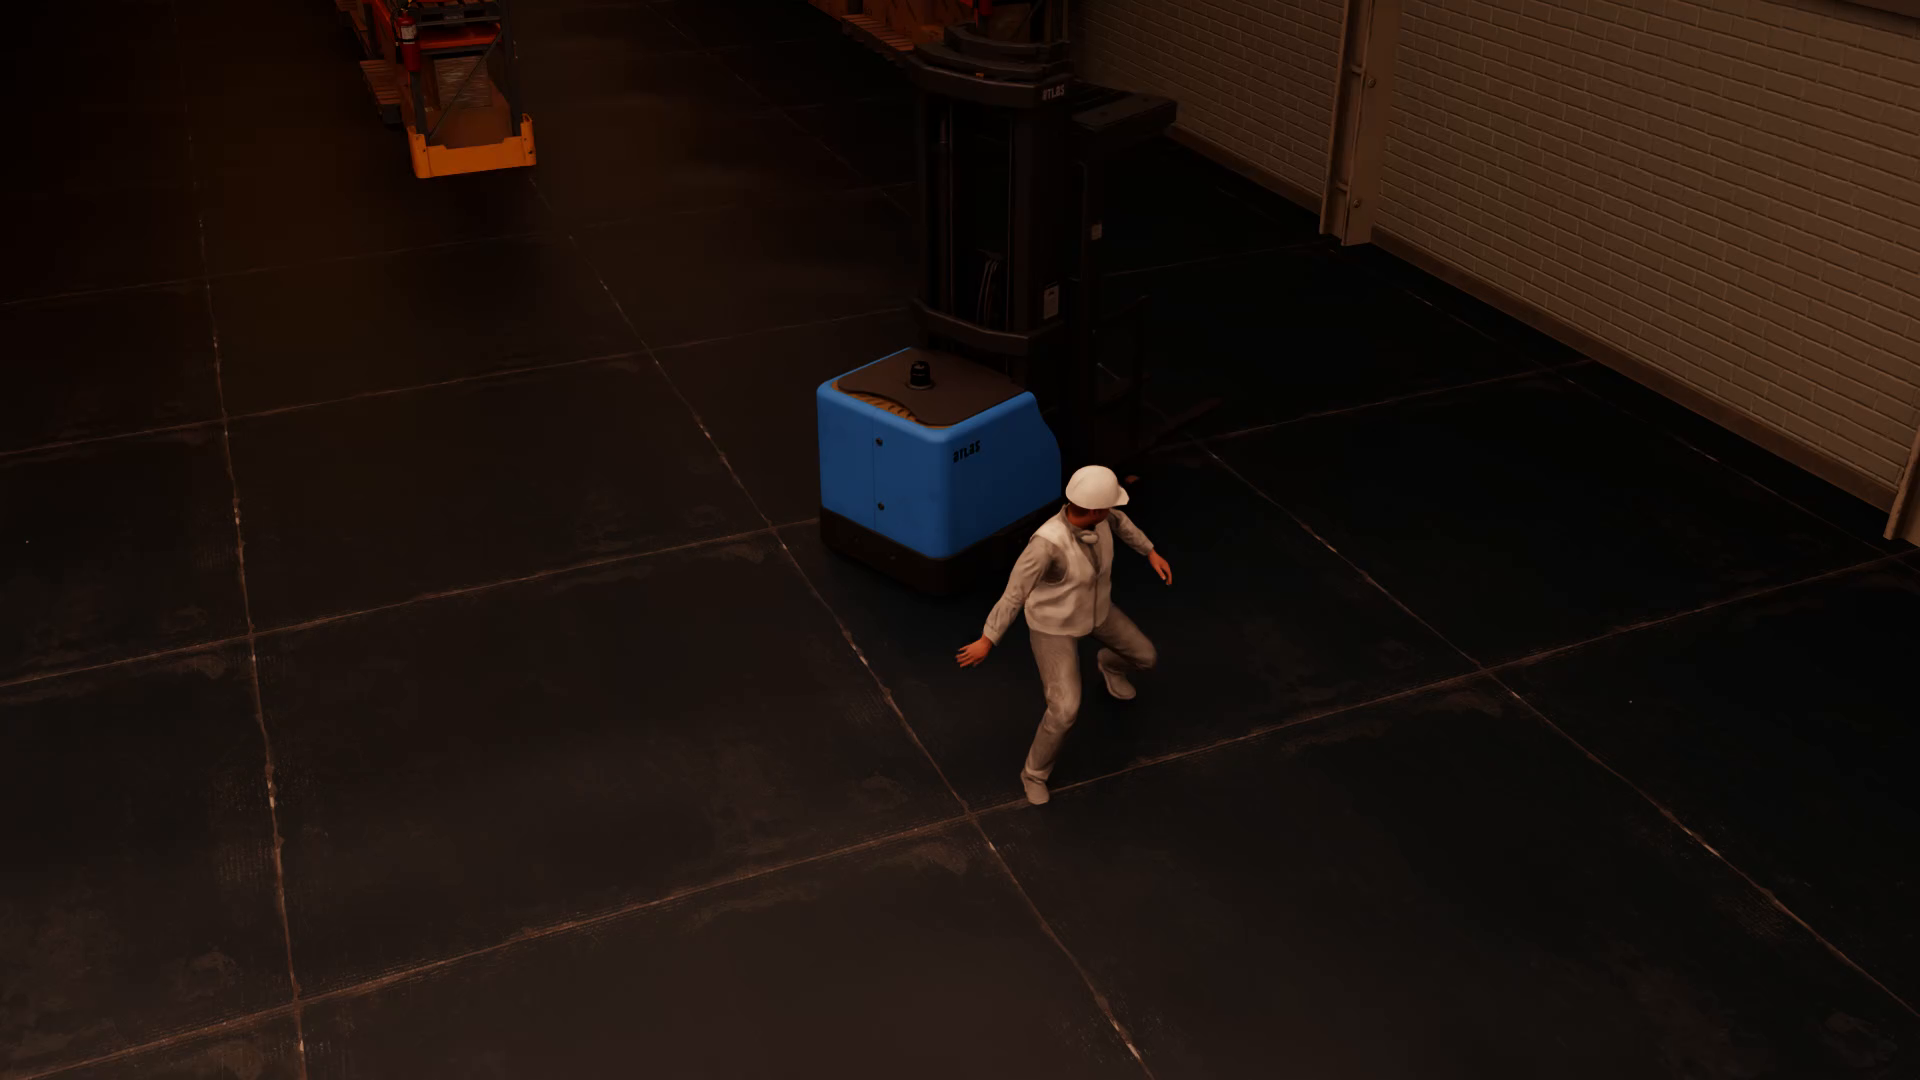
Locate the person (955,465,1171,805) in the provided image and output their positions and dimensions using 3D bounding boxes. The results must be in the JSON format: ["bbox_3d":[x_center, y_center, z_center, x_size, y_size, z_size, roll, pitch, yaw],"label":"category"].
[{"bbox_3d":[0.525,0.389,7.842,1.162,1.679,0.526,-26,38,-37],"label":"person"}]

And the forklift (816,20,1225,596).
[{"bbox_3d":[0.534,-1.598,9.914,1.130,2.935,3.031,25,38,36],"label":"forklift"}]
